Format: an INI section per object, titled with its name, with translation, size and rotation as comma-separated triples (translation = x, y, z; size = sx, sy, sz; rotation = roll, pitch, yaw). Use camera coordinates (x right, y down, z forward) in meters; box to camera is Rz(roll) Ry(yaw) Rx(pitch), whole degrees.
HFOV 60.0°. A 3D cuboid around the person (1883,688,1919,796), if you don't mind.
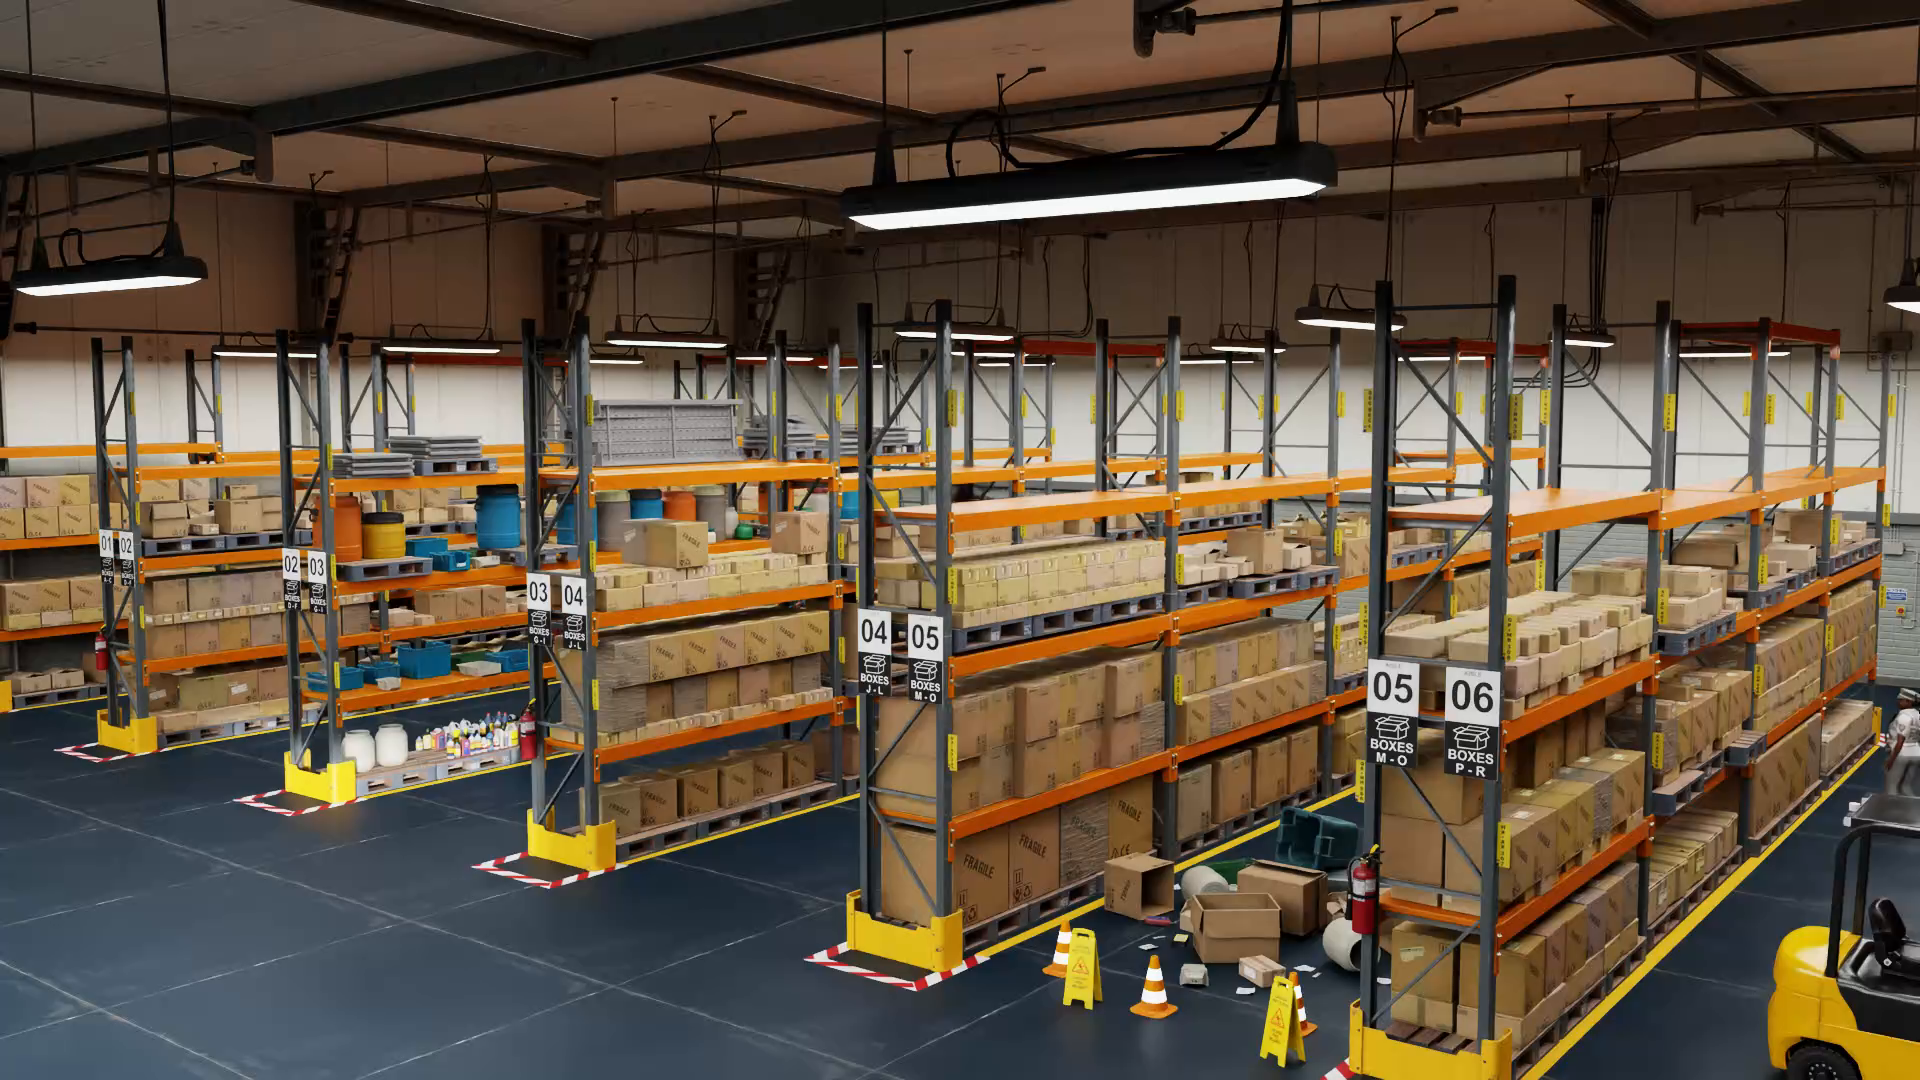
[person]
translation = 11.227, 2.611, 19.854
size = 0.549, 1.702, 0.377
rotation = -2, 5, -20
